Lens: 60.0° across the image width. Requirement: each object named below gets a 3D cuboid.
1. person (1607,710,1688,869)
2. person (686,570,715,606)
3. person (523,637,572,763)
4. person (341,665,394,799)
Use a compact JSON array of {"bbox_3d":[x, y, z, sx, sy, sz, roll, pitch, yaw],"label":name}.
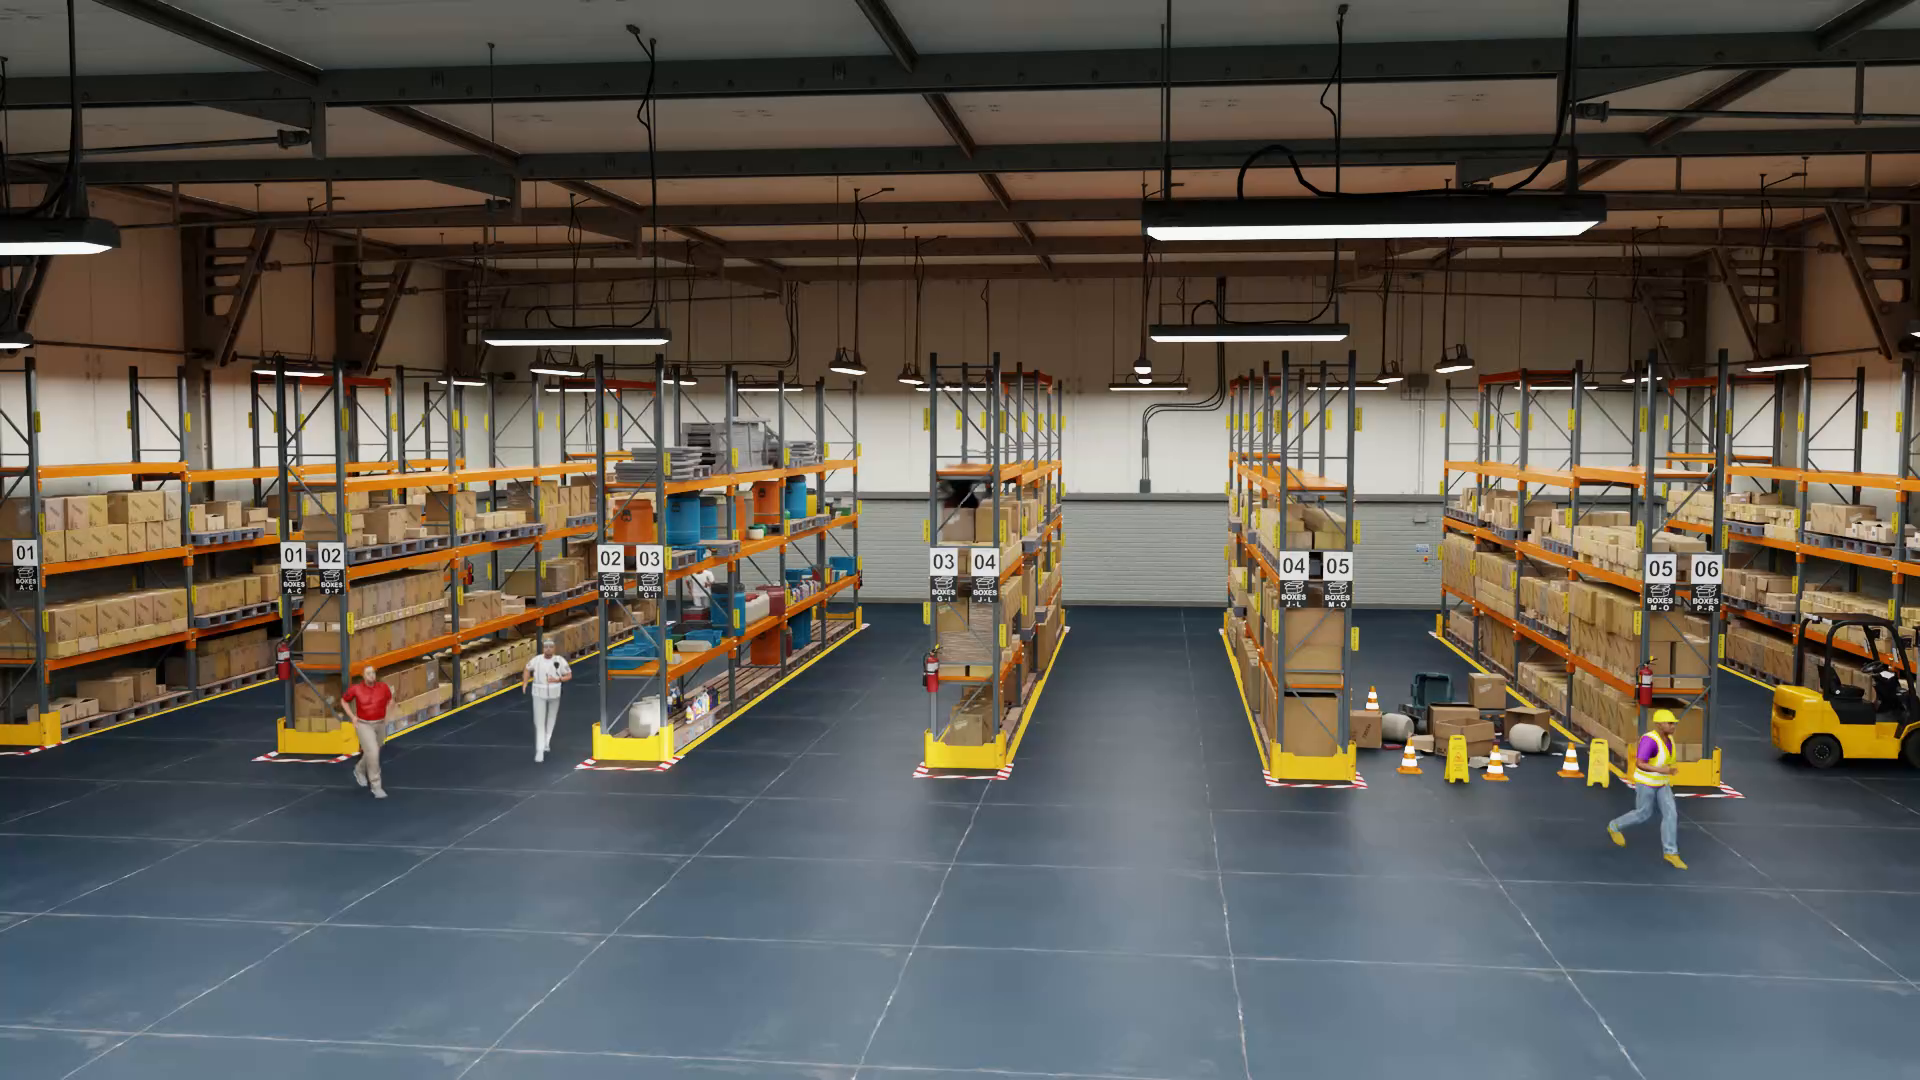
[{"bbox_3d":[7.884,2.798,19.015,0.734,1.773,0.998,-3,5,-36],"label":"person"},{"bbox_3d":[-6.143,1.348,39.357,0.687,1.824,0.707,-1,4,-8],"label":"person"},{"bbox_3d":[-6.172,2.365,24.891,0.713,1.843,0.823,-2,4,-22],"label":"person"},{"bbox_3d":[-7.947,2.556,22.458,0.903,1.761,0.642,4,5,41],"label":"person"}]
